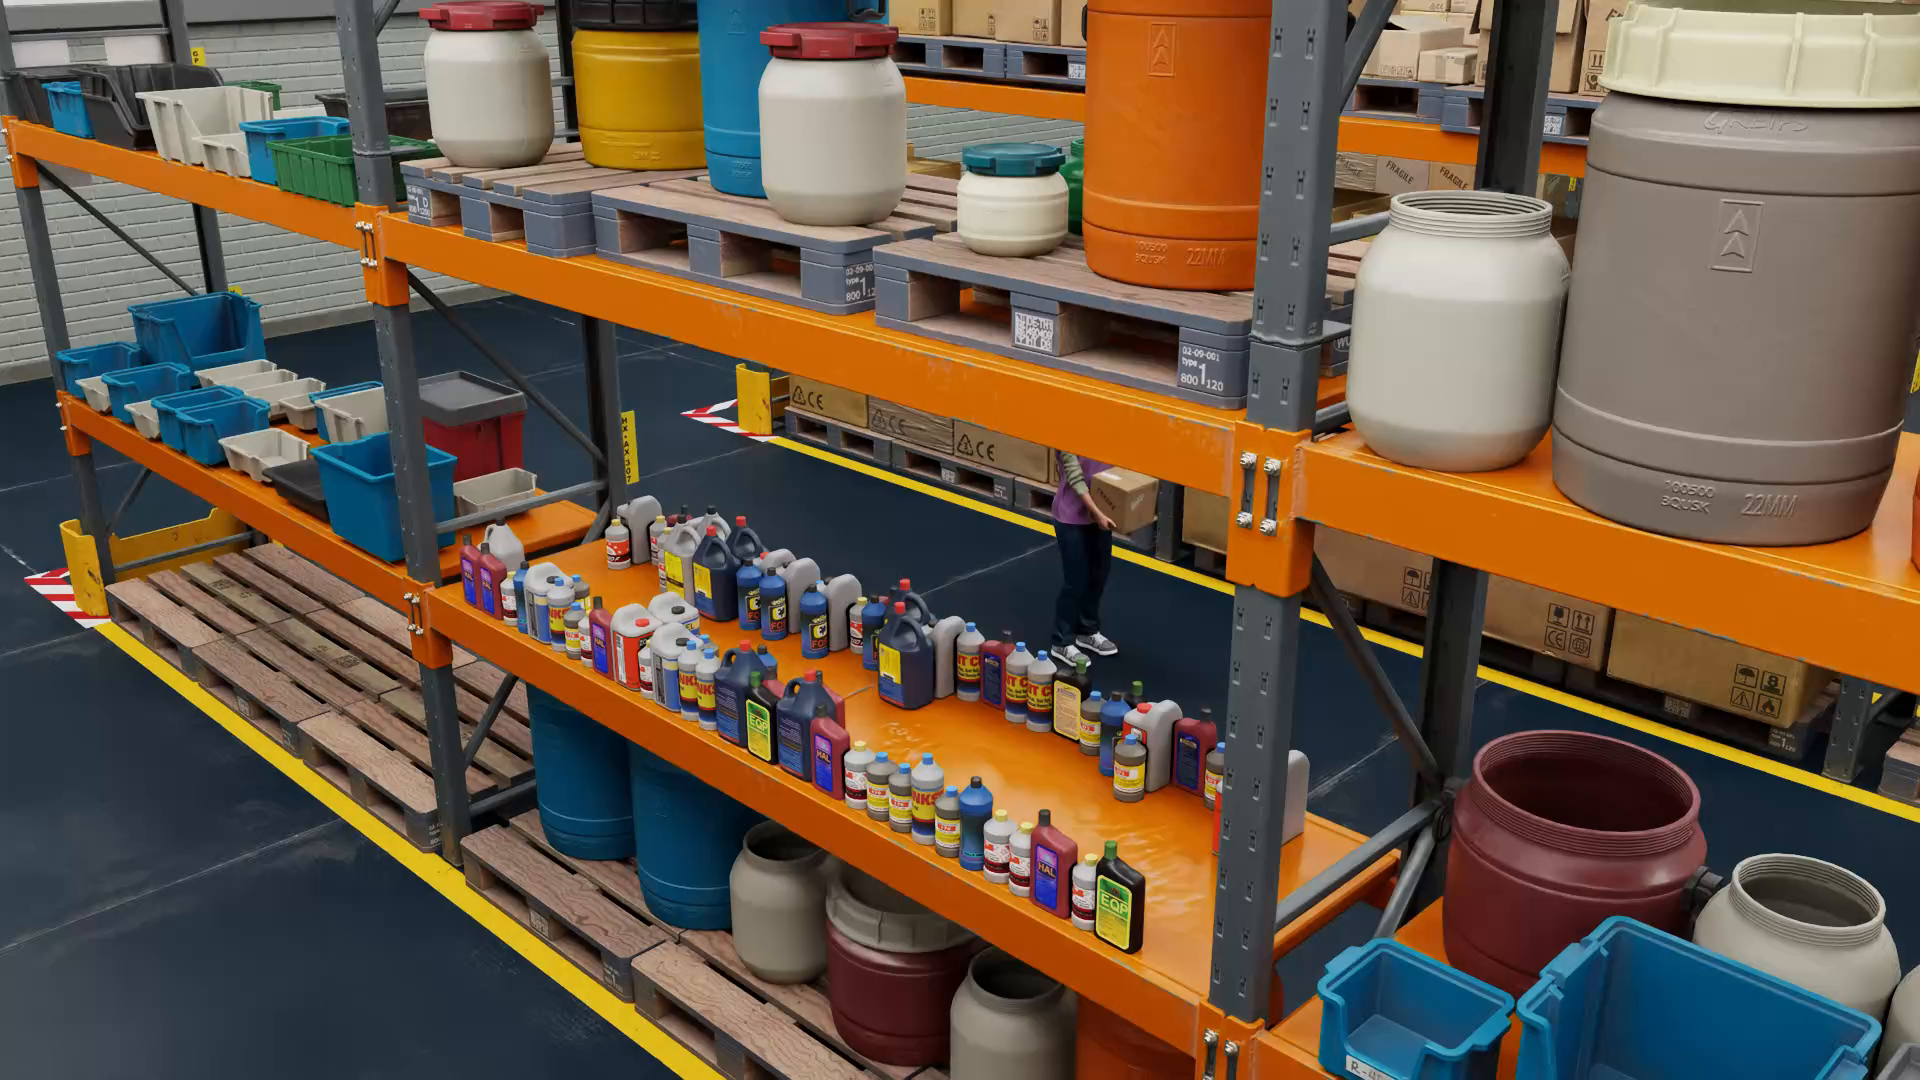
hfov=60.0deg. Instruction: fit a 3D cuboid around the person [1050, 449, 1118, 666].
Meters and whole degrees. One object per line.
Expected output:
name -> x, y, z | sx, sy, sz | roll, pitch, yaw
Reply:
person -> 0.726, -0.095, 8.851 | 0.497, 1.588, 0.406 | 19, 28, 41
